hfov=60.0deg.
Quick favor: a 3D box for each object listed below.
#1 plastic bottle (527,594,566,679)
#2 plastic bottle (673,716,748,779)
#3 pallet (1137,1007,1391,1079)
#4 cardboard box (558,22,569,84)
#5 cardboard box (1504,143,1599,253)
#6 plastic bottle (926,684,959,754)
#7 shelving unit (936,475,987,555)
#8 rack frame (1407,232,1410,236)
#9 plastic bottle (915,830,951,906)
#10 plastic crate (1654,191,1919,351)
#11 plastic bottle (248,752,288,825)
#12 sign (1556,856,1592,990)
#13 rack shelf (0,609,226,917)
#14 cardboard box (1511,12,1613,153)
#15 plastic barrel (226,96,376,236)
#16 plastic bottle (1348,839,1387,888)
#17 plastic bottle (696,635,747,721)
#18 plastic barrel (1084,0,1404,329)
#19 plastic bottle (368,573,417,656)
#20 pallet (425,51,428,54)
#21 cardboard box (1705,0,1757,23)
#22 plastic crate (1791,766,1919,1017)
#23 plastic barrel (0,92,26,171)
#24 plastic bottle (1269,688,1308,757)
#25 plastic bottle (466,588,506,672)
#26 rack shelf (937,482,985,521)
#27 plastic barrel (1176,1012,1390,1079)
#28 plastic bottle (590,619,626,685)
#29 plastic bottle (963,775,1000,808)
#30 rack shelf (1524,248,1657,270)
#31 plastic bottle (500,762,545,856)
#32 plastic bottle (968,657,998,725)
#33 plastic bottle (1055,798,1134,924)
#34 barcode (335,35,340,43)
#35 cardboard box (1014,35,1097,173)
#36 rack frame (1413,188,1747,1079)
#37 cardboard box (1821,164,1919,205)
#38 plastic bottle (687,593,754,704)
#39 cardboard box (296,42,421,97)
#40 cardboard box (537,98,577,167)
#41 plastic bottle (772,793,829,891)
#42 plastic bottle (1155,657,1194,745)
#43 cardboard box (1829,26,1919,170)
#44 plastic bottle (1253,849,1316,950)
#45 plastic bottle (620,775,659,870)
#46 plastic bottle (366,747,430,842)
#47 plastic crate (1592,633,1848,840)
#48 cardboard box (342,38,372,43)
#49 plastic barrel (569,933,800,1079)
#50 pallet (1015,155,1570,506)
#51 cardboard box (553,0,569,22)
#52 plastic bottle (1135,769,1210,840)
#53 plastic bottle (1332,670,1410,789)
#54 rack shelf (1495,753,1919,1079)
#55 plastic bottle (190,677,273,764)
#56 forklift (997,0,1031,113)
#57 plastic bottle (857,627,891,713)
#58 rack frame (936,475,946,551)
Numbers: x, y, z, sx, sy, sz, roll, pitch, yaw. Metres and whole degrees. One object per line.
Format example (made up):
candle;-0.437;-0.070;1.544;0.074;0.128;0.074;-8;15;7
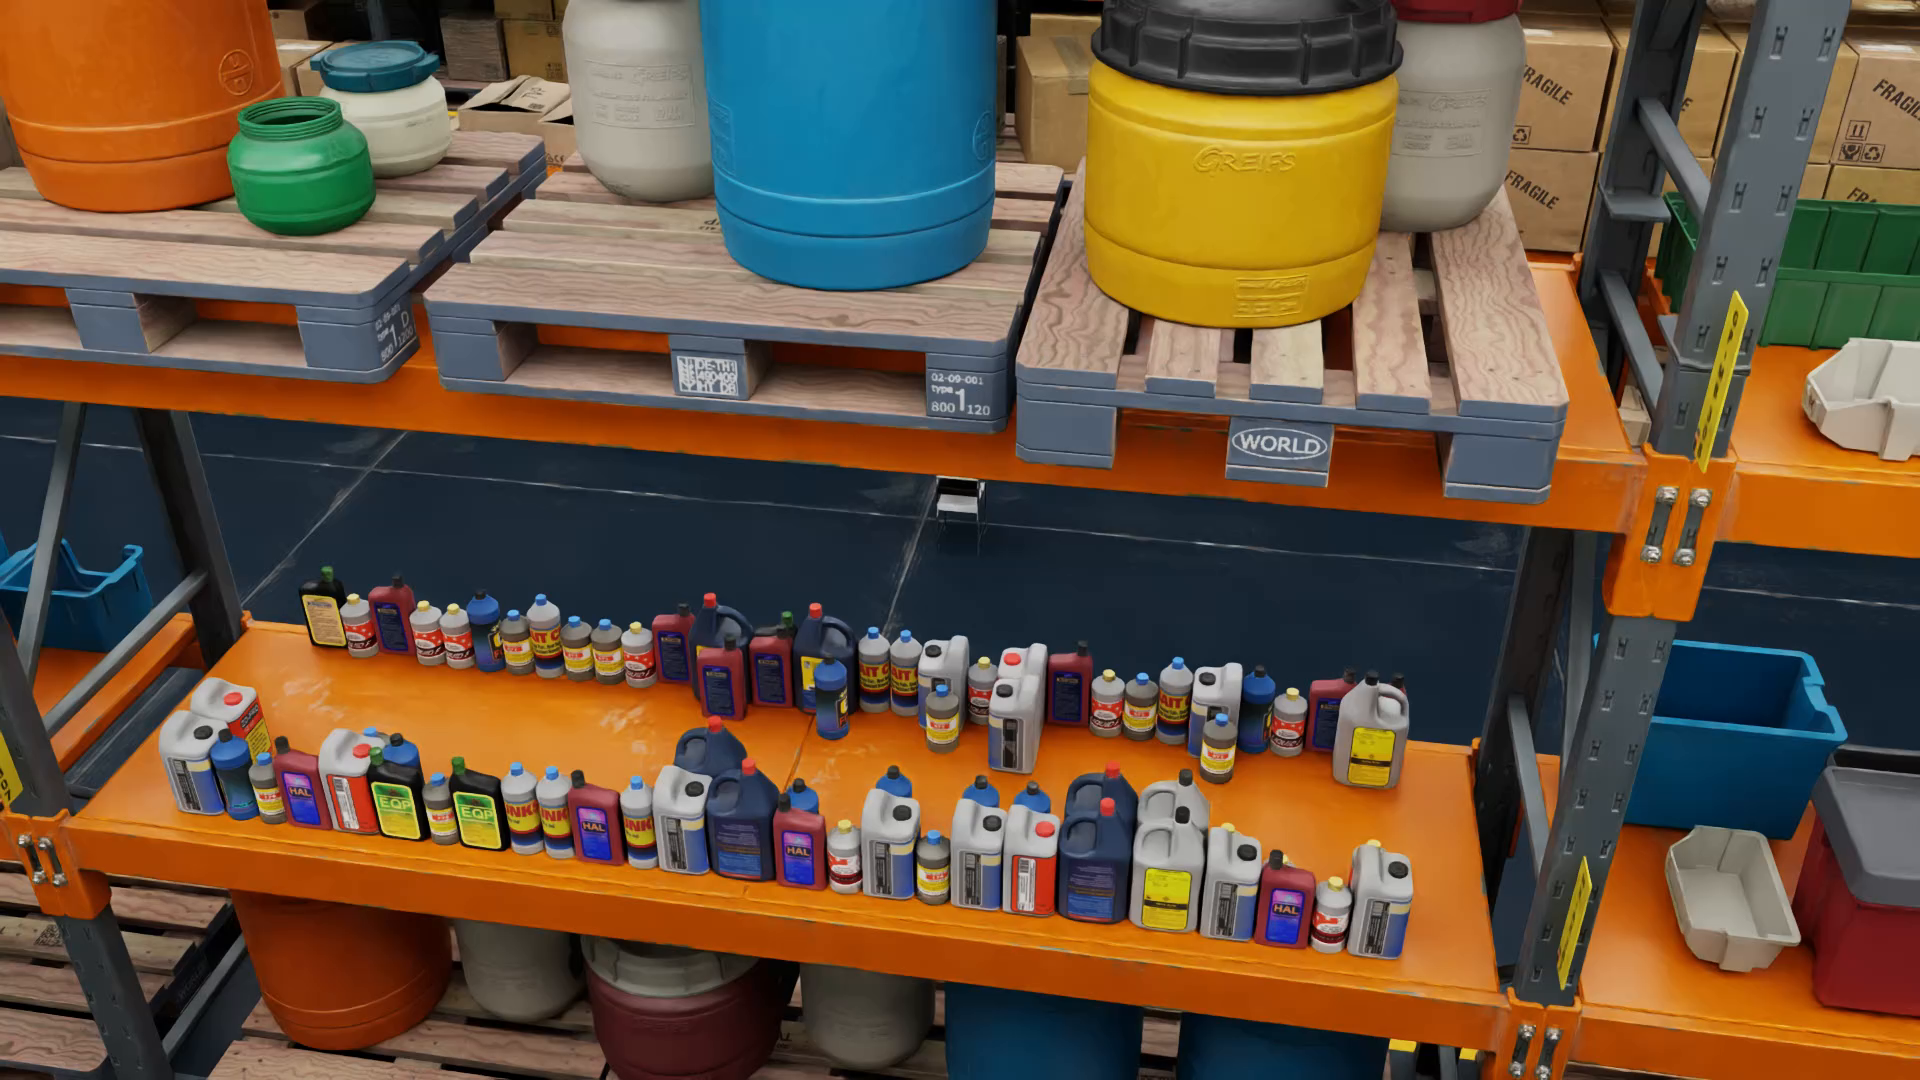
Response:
plastic bottle;-1.265;0.286;5.087;0.097;0.271;0.097;0;32;0
plastic bottle;-0.669;0.621;4.478;0.185;0.351;0.144;5;32;8
pallet;0.732;1.792;5.188;1.213;0.211;1.003;5;32;8
cardboard box;-2.992;-4.178;14.039;0.500;0.500;0.700;6;32;9
cardboard box;2.779;-1.744;8.115;0.500;0.500;0.500;6;33;9
plastic bottle;-0.051;0.508;4.799;0.097;0.201;0.097;0;32;0
shelving unit;0.008;-0.381;8.010;0.210;0.900;0.258;5;32;8
rack frame;2.322;-1.890;8.442;0.127;3.000;1.000;5;32;8
plastic bottle;-0.067;0.833;4.279;0.097;0.201;0.097;0;32;0
plastic crate;1.954;-0.601;3.756;0.662;0.188;0.450;5;32;8
plastic bottle;-1.880;0.669;4.542;0.097;0.201;0.097;0;32;0
sign;1.391;0.871;3.771;0.005;0.325;0.100;5;32;8
rack shelf;-4.429;0.470;5.350;4.000;0.370;1.077;5;32;8
cardboard box;2.739;-2.167;7.848;0.500;0.500;0.500;6;33;9
plastic barrel;-1.452;-0.825;3.665;0.294;0.245;0.294;0;32;0
plastic bottle;1.045;0.852;4.249;0.097;0.201;0.097;0;32;0
plastic bottle;-0.703;0.400;4.894;0.133;0.283;0.061;5;32;8
plastic barrel;0.551;-0.804;3.307;0.600;0.588;0.600;0;32;0
plastic bottle;-1.760;0.227;5.171;0.133;0.283;0.061;5;32;8
pallet;-5.402;-4.054;14.528;1.213;0.211;1.003;5;32;8
cardboard box;3.866;-2.357;8.151;0.500;0.500;0.500;5;32;9
plastic crate;2.323;0.859;3.934;0.583;0.464;0.402;5;32;8
plastic barrel;-2.712;-1.163;4.349;0.421;0.512;0.421;0;32;0
plastic bottle;0.947;0.516;4.785;0.097;0.201;0.097;0;32;0
plastic bottle;-1.457;0.269;5.114;0.097;0.271;0.097;0;32;0
rack shelf;0.008;-0.200;8.123;0.200;0.077;0.258;5;32;8
plastic barrel;0.952;1.355;4.841;0.708;0.901;0.600;5;32;8
plastic bottle;-1.073;0.333;5.078;0.097;0.201;0.097;0;32;0
plastic bottle;0.055;0.733;4.374;0.097;0.271;0.097;0;32;0
rack shelf;4.294;-1.406;8.347;4.000;0.370;1.077;5;32;8
plastic bottle;-1.161;0.704;4.419;0.097;0.271;0.097;0;32;0
plastic bottle;0.071;0.437;4.912;0.097;0.201;0.097;0;32;0
plastic bottle;0.342;0.794;4.201;0.185;0.351;0.144;5;32;8
barcode;-5.521;-4.436;14.715;0.075;0.075;0.001;5;32;8
cardboard box;0.570;-2.235;8.504;0.500;0.500;0.700;-3;32;-4
rack frame;1.485;0.701;4.303;0.127;3.000;1.000;5;32;8
cardboard box;4.278;-1.610;7.900;0.500;0.500;0.500;5;32;8
plastic bottle;-0.711;0.315;4.965;0.185;0.351;0.144;5;32;8
cardboard box;-3.278;-2.430;9.211;0.500;0.500;0.500;3;32;6
cardboard box;-1.972;-2.264;9.124;0.500;0.311;0.500;7;33;11
plastic bottle;-0.412;0.777;4.292;0.133;0.283;0.061;5;32;8
plastic bottle;0.623;0.457;4.814;0.097;0.271;0.097;0;32;0
cardboard box;4.264;-2.029;7.628;0.500;0.500;0.500;6;33;10
plastic bottle;0.807;0.887;4.115;0.133;0.283;0.061;5;32;8
plastic bottle;-0.838;0.734;4.372;0.097;0.271;0.097;0;32;0
plastic bottle;-1.505;0.678;4.450;0.133;0.283;0.061;5;32;8
plastic crate;2.003;0.545;4.510;0.575;0.384;0.392;5;32;8
cardboard box;-5.266;-4.212;14.409;0.250;0.166;0.380;1;32;2
plastic barrel;-0.860;1.323;5.186;0.708;0.588;0.600;5;32;8
pallet;0.696;-0.510;3.588;1.003;0.211;1.213;5;32;8
cardboard box;-3.057;-4.501;13.848;0.500;0.250;0.500;4;32;7
plastic bottle;0.548;0.735;4.295;0.185;0.351;0.144;5;32;8
plastic bottle;1.153;0.517;4.643;0.185;0.351;0.144;5;32;8
rack shelf;3.457;1.184;4.209;4.000;0.370;1.077;5;32;8
plastic bottle;-2.060;0.524;4.702;0.135;0.276;0.152;5;32;8
forklift;-0.100;-3.367;10.867;1.130;2.935;3.031;-1;32;-1
plastic bottle;-0.254;0.378;4.940;0.097;0.271;0.097;0;32;0
rack frame;-0.092;-0.390;8.025;0.006;0.900;0.240;5;32;8
